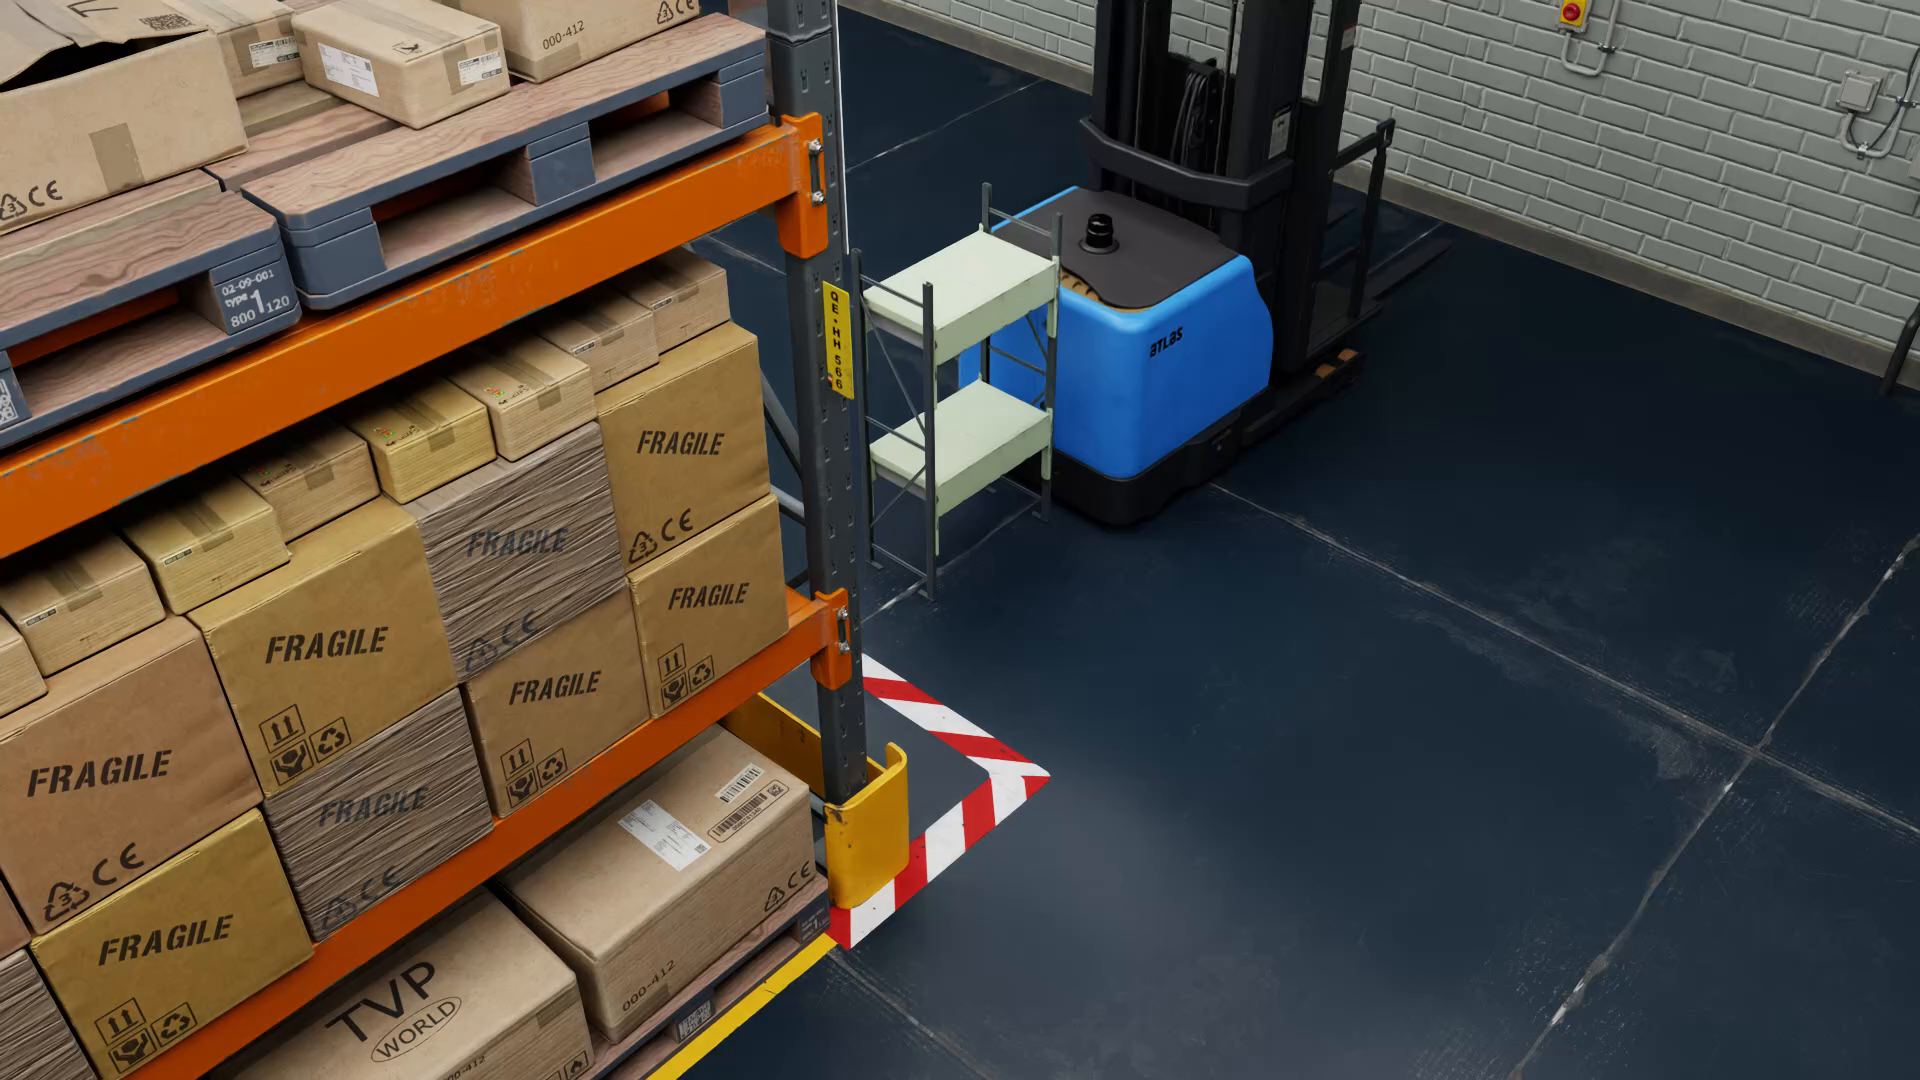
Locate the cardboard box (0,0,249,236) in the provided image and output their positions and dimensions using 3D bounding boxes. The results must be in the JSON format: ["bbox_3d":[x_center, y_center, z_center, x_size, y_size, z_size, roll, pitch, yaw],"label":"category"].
[{"bbox_3d":[-1.760,-0.888,3.200,0.500,0.311,0.500,31,48,33],"label":"cardboard box"}]

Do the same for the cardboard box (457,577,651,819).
[{"bbox_3d":[-1.193,0.306,4.374,0.500,0.500,0.500,29,47,31],"label":"cardboard box"}]

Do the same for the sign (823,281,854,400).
[{"bbox_3d":[-0.322,-0.523,4.377,0.100,0.325,0.005,30,47,32],"label":"sign"}]

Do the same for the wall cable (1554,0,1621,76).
[{"bbox_3d":[3.074,-3.222,8.050,0.585,1.953,0.123,30,47,32],"label":"wall cable"}]

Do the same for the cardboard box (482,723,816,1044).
[{"bbox_3d":[-1.085,0.972,5.339,0.875,0.438,0.875,28,46,31],"label":"cardboard box"}]

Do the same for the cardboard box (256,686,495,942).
[{"bbox_3d":[-1.533,0.547,4.072,0.500,0.500,0.500,31,48,33],"label":"cardboard box"}]

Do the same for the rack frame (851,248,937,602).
[{"bbox_3d":[-0.251,-0.416,6.568,0.400,1.500,0.023,30,47,32],"label":"rack frame"}]

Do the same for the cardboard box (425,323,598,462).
[{"bbox_3d":[-1.073,-0.366,3.896,0.380,0.149,0.250,29,47,31],"label":"cardboard box"}]

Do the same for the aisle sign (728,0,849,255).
[{"bbox_3d":[-0.436,-1.132,4.175,0.394,0.787,0.004,30,47,32],"label":"aisle sign"}]

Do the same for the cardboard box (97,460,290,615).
[{"bbox_3d":[-1.628,-0.038,3.483,0.380,0.149,0.250,31,48,33],"label":"cardboard box"}]

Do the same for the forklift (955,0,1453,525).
[{"bbox_3d":[1.359,-2.036,7.455,1.130,2.935,3.031,31,48,33],"label":"forklift"}]

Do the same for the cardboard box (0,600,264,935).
[{"bbox_3d":[-1.870,0.388,3.468,0.500,0.500,0.500,29,47,32],"label":"cardboard box"}]

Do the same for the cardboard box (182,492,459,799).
[{"bbox_3d":[-1.530,0.158,3.758,0.500,0.500,0.500,29,47,32],"label":"cardboard box"}]

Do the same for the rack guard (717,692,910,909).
[{"bbox_3d":[-0.697,0.756,5.898,1.175,0.500,0.348,30,47,32],"label":"rack guard"}]

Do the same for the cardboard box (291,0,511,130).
[{"bbox_3d":[-1.174,-1.020,3.497,0.380,0.149,0.250,26,45,29],"label":"cardboard box"}]

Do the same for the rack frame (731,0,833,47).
[{"bbox_3d":[-0.713,-2.560,3.239,1.000,3.000,0.127,30,47,32],"label":"rack frame"}]

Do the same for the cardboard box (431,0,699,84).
[{"bbox_3d":[-0.950,-1.286,3.750,0.500,0.250,0.500,25,45,28],"label":"cardboard box"}]

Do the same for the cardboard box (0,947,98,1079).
[{"bbox_3d":[-2.219,1.026,3.469,0.500,0.500,0.500,30,47,32],"label":"cardboard box"}]

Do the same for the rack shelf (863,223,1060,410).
[{"bbox_3d":[-0.004,-0.889,6.536,0.431,0.370,0.720,30,47,32],"label":"rack shelf"}]

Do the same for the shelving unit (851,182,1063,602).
[{"bbox_3d":[-0.004,-0.584,6.779,0.431,1.500,0.755,30,47,32],"label":"shelving unit"}]

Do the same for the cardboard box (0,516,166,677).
[{"bbox_3d":[-1.819,0.075,3.341,0.380,0.149,0.250,31,48,33],"label":"cardboard box"}]

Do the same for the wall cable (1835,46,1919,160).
[{"bbox_3d":[4.128,-2.619,7.318,0.588,1.984,0.122,30,47,32],"label":"wall cable"}]

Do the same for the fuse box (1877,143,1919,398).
[{"bbox_3d":[4.526,-1.359,7.584,0.539,1.711,0.414,30,47,32],"label":"fuse box"}]

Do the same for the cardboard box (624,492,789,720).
[{"bbox_3d":[-0.843,0.082,4.657,0.500,0.500,0.500,30,47,32],"label":"cardboard box"}]

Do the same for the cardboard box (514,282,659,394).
[{"bbox_3d":[-0.961,-0.520,4.089,0.380,0.149,0.250,31,48,33],"label":"cardboard box"}]

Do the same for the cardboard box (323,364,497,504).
[{"bbox_3d":[-1.273,-0.268,3.772,0.380,0.149,0.250,31,48,33],"label":"cardboard box"}]

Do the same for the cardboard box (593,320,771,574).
[{"bbox_3d":[-0.863,-0.321,4.360,0.500,0.500,0.500,31,48,33],"label":"cardboard box"}]

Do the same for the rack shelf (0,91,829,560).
[{"bbox_3d":[-2.062,-0.185,3.241,1.077,0.370,4.000,30,47,32],"label":"rack shelf"}]

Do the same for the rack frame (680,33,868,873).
[{"bbox_3d":[-0.713,-0.212,5.106,1.000,3.000,0.127,30,47,32],"label":"rack frame"}]

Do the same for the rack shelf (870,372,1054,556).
[{"bbox_3d":[-0.005,-0.329,6.982,0.431,0.370,0.720,30,47,32],"label":"rack shelf"}]

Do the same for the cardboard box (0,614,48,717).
[{"bbox_3d":[-1.966,0.214,3.166,0.380,0.149,0.250,30,47,32],"label":"cardboard box"}]

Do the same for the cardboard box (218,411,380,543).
[{"bbox_3d":[-1.502,-0.178,3.658,0.380,0.149,0.250,29,47,32],"label":"cardboard box"}]

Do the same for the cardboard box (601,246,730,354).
[{"bbox_3d":[-0.808,-0.647,4.249,0.380,0.149,0.250,30,47,32],"label":"cardboard box"}]

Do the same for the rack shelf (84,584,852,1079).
[{"bbox_3d":[-2.062,0.989,4.174,1.077,0.370,4.000,30,47,32],"label":"rack shelf"}]

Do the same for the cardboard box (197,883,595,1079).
[{"bbox_3d":[-1.696,1.396,4.806,0.875,0.438,0.875,31,48,33],"label":"cardboard box"}]

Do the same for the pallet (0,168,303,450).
[{"bbox_3d":[-2.029,-0.443,3.058,1.003,0.211,1.213,30,47,32],"label":"pallet"}]

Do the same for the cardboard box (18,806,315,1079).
[{"bbox_3d":[-1.872,0.789,3.767,0.500,0.500,0.500,31,48,33],"label":"cardboard box"}]

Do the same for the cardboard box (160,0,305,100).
[{"bbox_3d":[-1.617,-1.088,3.582,0.380,0.149,0.250,31,48,33],"label":"cardboard box"}]

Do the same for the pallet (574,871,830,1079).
[{"bbox_3d":[-1.195,1.280,5.471,1.003,0.211,1.213,30,47,32],"label":"pallet"}]

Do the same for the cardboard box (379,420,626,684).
[{"bbox_3d":[-1.194,-0.068,4.042,0.500,0.500,0.500,30,47,32],"label":"cardboard box"}]

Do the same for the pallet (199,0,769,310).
[{"bbox_3d":[-1.206,-1.006,3.766,1.003,0.211,1.213,30,47,32],"label":"pallet"}]

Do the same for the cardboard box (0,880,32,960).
[{"bbox_3d":[-2.212,0.618,3.179,0.500,0.500,0.500,31,48,33],"label":"cardboard box"}]

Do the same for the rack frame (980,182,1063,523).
[{"bbox_3d":[0.242,-0.752,6.991,0.400,1.500,0.023,30,47,32],"label":"rack frame"}]
